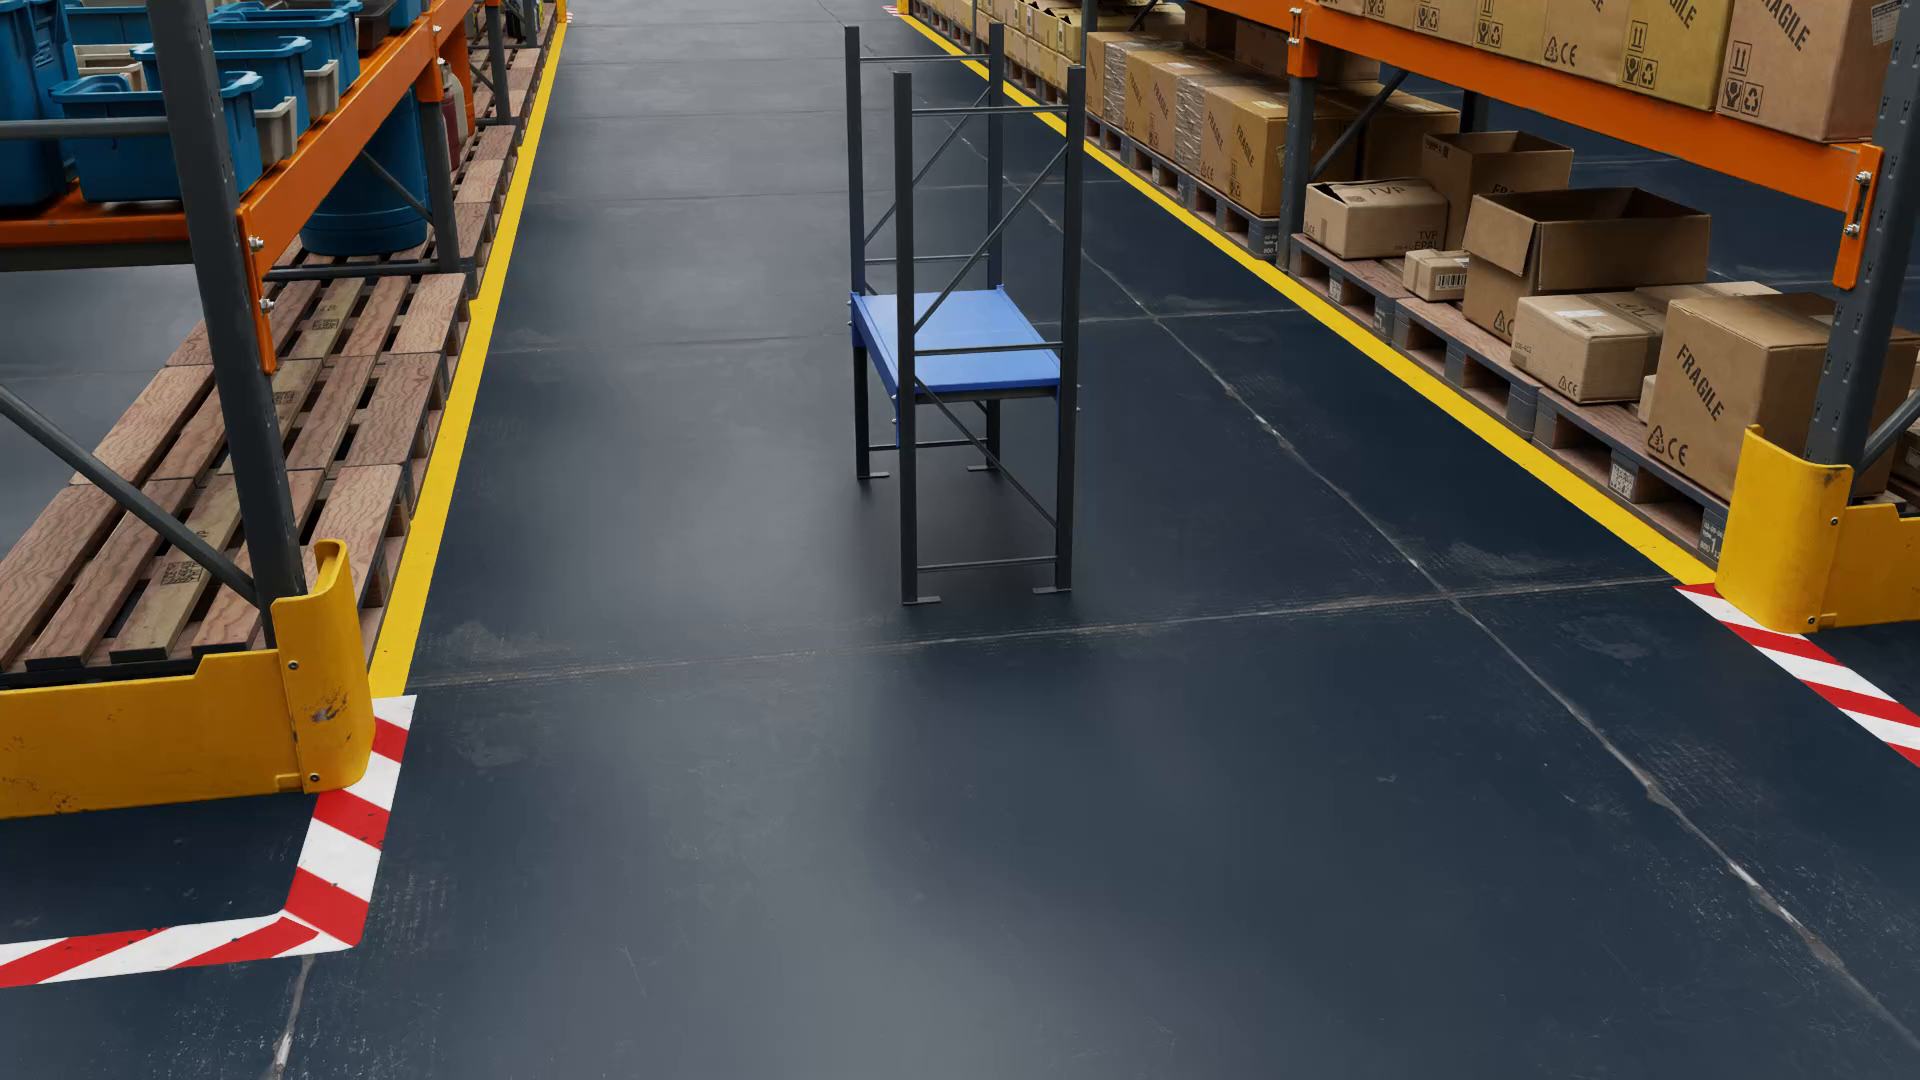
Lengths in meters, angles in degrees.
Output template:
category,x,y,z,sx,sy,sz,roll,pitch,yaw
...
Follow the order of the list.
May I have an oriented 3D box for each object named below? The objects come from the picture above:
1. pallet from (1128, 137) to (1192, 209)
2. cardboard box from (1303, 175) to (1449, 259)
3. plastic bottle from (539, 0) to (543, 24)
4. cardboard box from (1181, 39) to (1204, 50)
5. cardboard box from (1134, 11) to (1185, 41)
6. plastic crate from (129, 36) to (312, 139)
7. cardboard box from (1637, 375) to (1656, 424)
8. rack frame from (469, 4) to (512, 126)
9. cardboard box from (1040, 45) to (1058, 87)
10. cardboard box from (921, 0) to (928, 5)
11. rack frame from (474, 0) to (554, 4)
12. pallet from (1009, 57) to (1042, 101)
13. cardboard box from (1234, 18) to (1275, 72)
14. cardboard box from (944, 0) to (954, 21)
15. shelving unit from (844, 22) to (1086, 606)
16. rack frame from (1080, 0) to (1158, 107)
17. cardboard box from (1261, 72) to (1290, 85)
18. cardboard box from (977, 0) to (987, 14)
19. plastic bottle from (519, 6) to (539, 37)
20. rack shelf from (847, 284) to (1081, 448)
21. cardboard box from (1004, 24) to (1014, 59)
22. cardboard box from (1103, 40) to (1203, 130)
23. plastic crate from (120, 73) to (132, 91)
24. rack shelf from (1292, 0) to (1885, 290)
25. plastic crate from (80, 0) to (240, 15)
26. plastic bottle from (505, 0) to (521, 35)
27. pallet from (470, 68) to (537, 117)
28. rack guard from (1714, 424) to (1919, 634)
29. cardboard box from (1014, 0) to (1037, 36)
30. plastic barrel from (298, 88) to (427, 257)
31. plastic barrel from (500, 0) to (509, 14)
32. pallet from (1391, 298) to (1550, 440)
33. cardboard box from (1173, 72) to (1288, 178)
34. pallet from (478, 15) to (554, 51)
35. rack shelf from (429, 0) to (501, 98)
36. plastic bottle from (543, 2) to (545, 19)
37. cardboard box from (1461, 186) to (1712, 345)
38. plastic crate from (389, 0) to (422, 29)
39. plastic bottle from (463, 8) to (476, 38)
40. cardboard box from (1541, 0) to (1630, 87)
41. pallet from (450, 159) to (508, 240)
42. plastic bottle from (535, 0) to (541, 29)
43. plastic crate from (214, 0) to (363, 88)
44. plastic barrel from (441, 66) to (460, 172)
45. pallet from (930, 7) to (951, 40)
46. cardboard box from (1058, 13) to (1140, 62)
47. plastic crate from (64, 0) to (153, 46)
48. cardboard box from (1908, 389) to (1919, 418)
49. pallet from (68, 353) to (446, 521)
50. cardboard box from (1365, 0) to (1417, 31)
category,x,y,z,sx,sy,sz,roll,pitch,yaw
pallet,1.678,-2.281,10.210,1.003,0.211,1.213,-4,24,-10
cardboard box,1.960,-1.549,7.860,0.500,0.311,0.500,-4,24,-10
plastic bottle,-4.143,-5.193,16.153,0.144,0.351,0.185,-3,24,-8
cardboard box,1.759,-3.040,11.036,0.500,0.500,0.500,-3,24,-8
cardboard box,1.547,-3.752,12.302,0.500,0.311,0.500,-4,24,-8
plastic crate,-1.878,-1.154,4.278,0.416,0.233,0.300,-4,24,-10
cardboard box,2.505,-0.453,5.529,0.380,0.166,0.250,-4,24,-10
rack frame,-3.514,-3.969,10.591,1.000,3.000,0.127,-4,24,-10
cardboard box,0.919,-3.658,12.789,0.500,0.250,0.500,-5,24,-10
cardboard box,-0.148,-5.990,18.128,0.500,0.250,0.500,-4,24,-10
rack frame,-4.993,-7.116,17.796,1.000,3.000,0.127,-4,24,-10
pallet,1.019,-3.862,13.829,1.003,0.211,1.213,-4,24,-10
cardboard box,1.966,-2.960,9.916,0.500,0.250,0.500,-5,24,-11
cardboard box,0.125,-5.399,16.776,0.500,0.250,0.500,-4,24,-10
shelving unit,-0.016,-0.721,5.027,0.538,1.500,1.048,-4,24,-10
rack frame,1.355,-4.335,11.427,1.000,3.000,0.127,-4,24,-10
cardboard box,2.050,-2.432,9.643,0.500,0.500,0.500,-4,24,-9
cardboard box,0.447,-4.916,14.969,0.500,0.311,0.500,-4,24,-10
plastic bottle,-3.968,-4.779,15.298,0.152,0.276,0.135,-3,24,-8
rack shelf,-0.016,-0.556,5.099,0.538,0.185,1.000,-4,24,-10
cardboard box,0.638,-4.259,14.164,0.500,0.250,0.500,-5,24,-11
cardboard box,1.261,-2.985,10.910,0.500,0.500,0.500,-5,24,-12
plastic crate,-2.402,-1.152,4.394,0.396,0.136,0.243,-4,24,-10
rack shelf,2.464,-1.645,6.167,1.077,0.370,4.000,-4,24,-10
plastic crate,-2.673,-1.755,5.594,0.437,0.282,0.530,-4,24,-10
plastic bottle,-4.136,-4.868,15.408,0.144,0.351,0.185,-4,24,-10
pallet,-3.841,-3.478,12.950,1.003,0.211,1.213,-4,24,-10
rack guard,2.820,-0.072,4.791,1.175,0.500,0.348,-4,24,-10
cardboard box,0.732,-4.312,13.585,0.500,0.311,0.500,-4,24,-8
plastic barrel,-2.858,-1.842,7.817,0.600,0.901,0.708,-4,24,-10
plastic barrel,-4.704,-5.718,17.178,0.421,0.512,0.421,0,24,0
pallet,2.450,-0.732,6.663,1.003,0.211,1.213,-4,24,-10
cardboard box,1.546,-2.382,9.531,0.500,0.500,0.500,-4,24,-9
pallet,-4.566,-5.013,16.464,1.003,0.211,1.213,-4,24,-10
rack shelf,-3.144,-2.853,8.934,1.077,0.370,4.000,-4,24,-10
plastic bottle,-4.183,-5.338,16.569,0.061,0.283,0.133,-4,24,-8
cardboard box,2.447,-1.080,6.545,0.797,0.503,0.637,-4,24,-10
plastic crate,-2.353,-2.258,6.617,0.392,0.384,0.575,-4,24,-10
plastic bottle,-4.514,-4.773,15.191,0.144,0.351,0.185,-4,24,-10
cardboard box,2.298,-1.790,5.476,0.500,0.500,0.500,-4,24,-9
pallet,-3.105,-1.906,9.349,1.003,0.211,1.213,-4,24,-10
plastic bottle,-4.019,-4.990,15.772,0.061,0.283,0.133,-3,24,-7
plastic crate,-2.055,-1.531,5.142,0.416,0.233,0.300,-4,24,-10
plastic barrel,-3.198,-2.421,9.535,0.600,0.588,0.708,-4,24,-10
pallet,0.280,-5.427,17.412,1.003,0.211,1.213,-4,24,-10
cardboard box,1.016,-3.712,12.211,0.500,0.311,0.500,-4,24,-8
plastic crate,-2.666,-1.562,5.214,0.416,0.233,0.300,-4,24,-10
cardboard box,3.048,-0.379,5.361,0.380,0.166,0.250,-4,24,-10
pallet,-2.371,-0.351,5.790,1.003,0.211,1.213,-4,24,-10
cardboard box,2.019,-2.385,6.839,0.500,0.500,0.500,-4,24,-9
